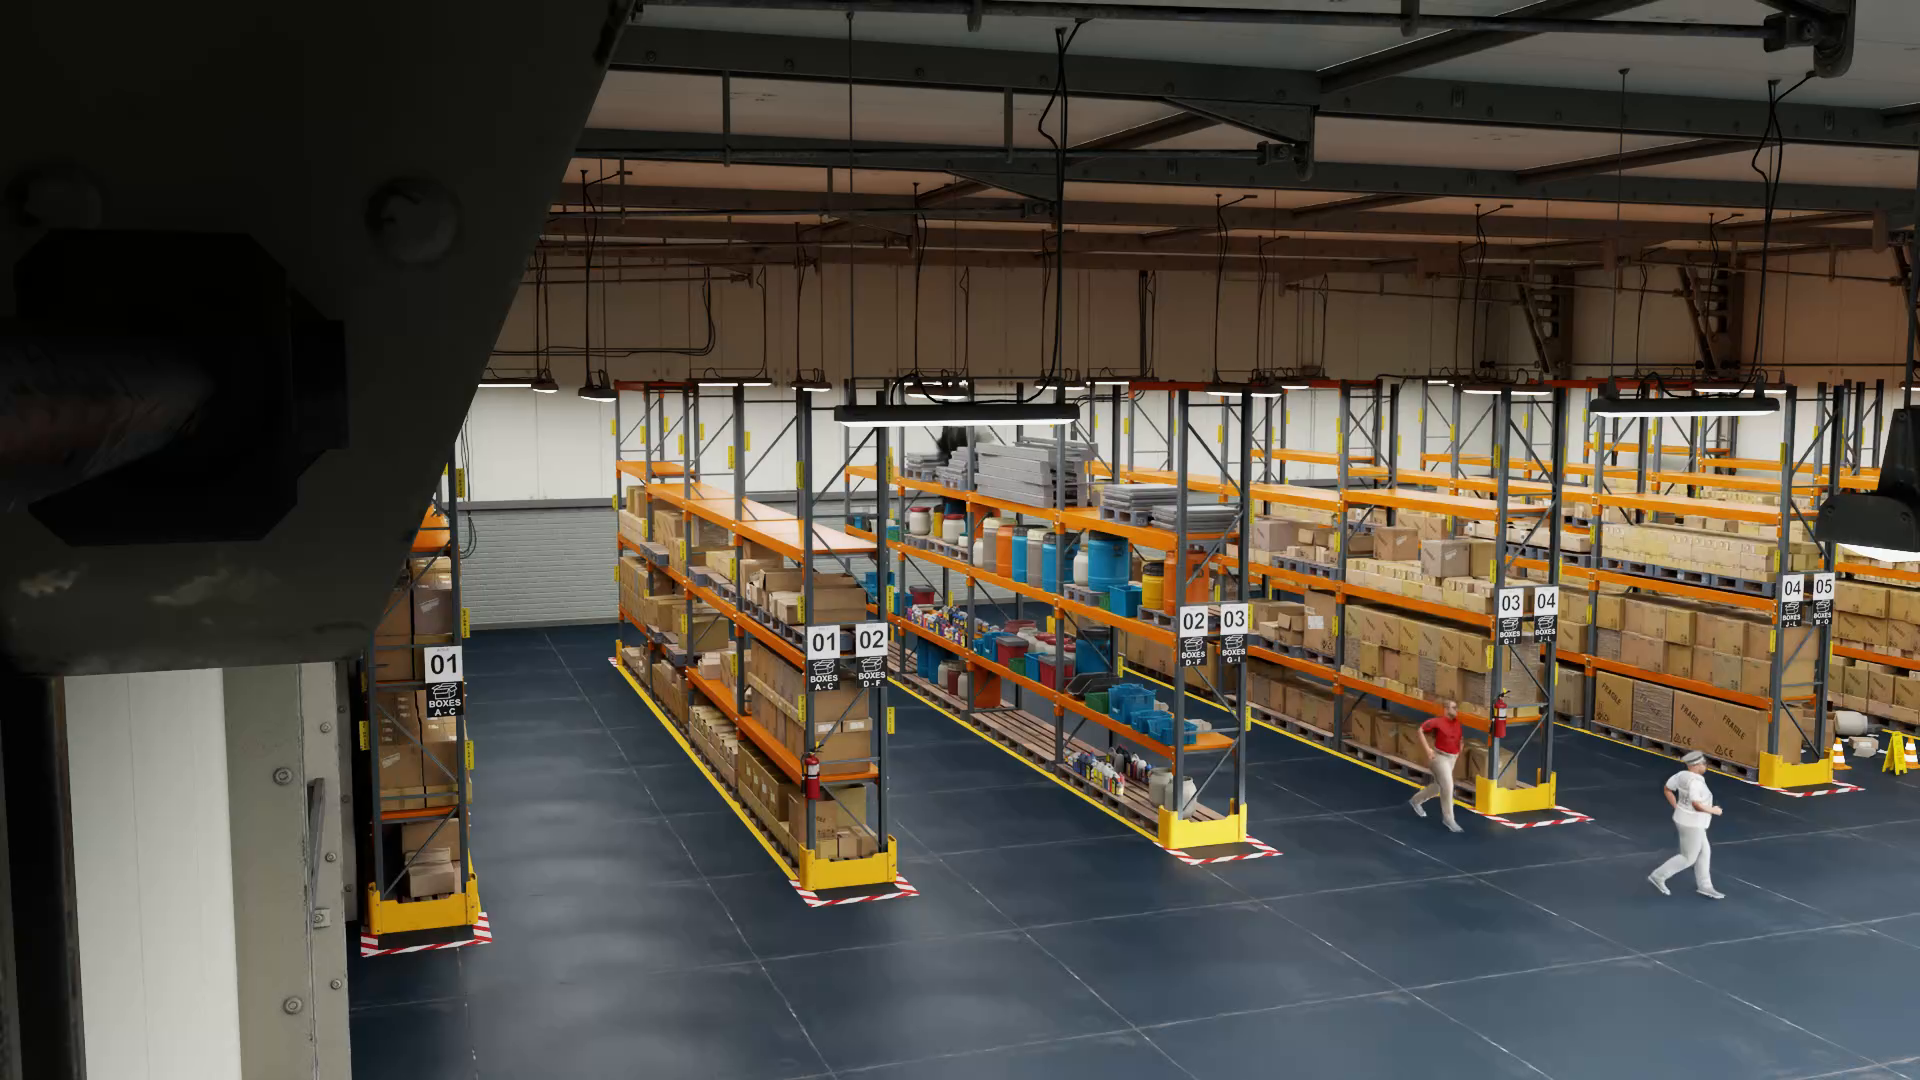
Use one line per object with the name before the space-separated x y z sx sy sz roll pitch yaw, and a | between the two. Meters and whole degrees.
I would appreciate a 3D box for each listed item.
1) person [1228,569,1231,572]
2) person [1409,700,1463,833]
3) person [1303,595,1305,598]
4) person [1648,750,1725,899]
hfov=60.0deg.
person | 6.087 1.475 38.254 0.619 1.637 0.548 -2 6 -18
person | 6.676 3.065 22.958 0.696 1.737 0.956 -5 8 -40
person | 8.940 1.131 42.017 0.557 1.513 0.540 -3 7 -25
person | 8.630 3.373 19.678 0.915 1.797 0.658 1 6 9
